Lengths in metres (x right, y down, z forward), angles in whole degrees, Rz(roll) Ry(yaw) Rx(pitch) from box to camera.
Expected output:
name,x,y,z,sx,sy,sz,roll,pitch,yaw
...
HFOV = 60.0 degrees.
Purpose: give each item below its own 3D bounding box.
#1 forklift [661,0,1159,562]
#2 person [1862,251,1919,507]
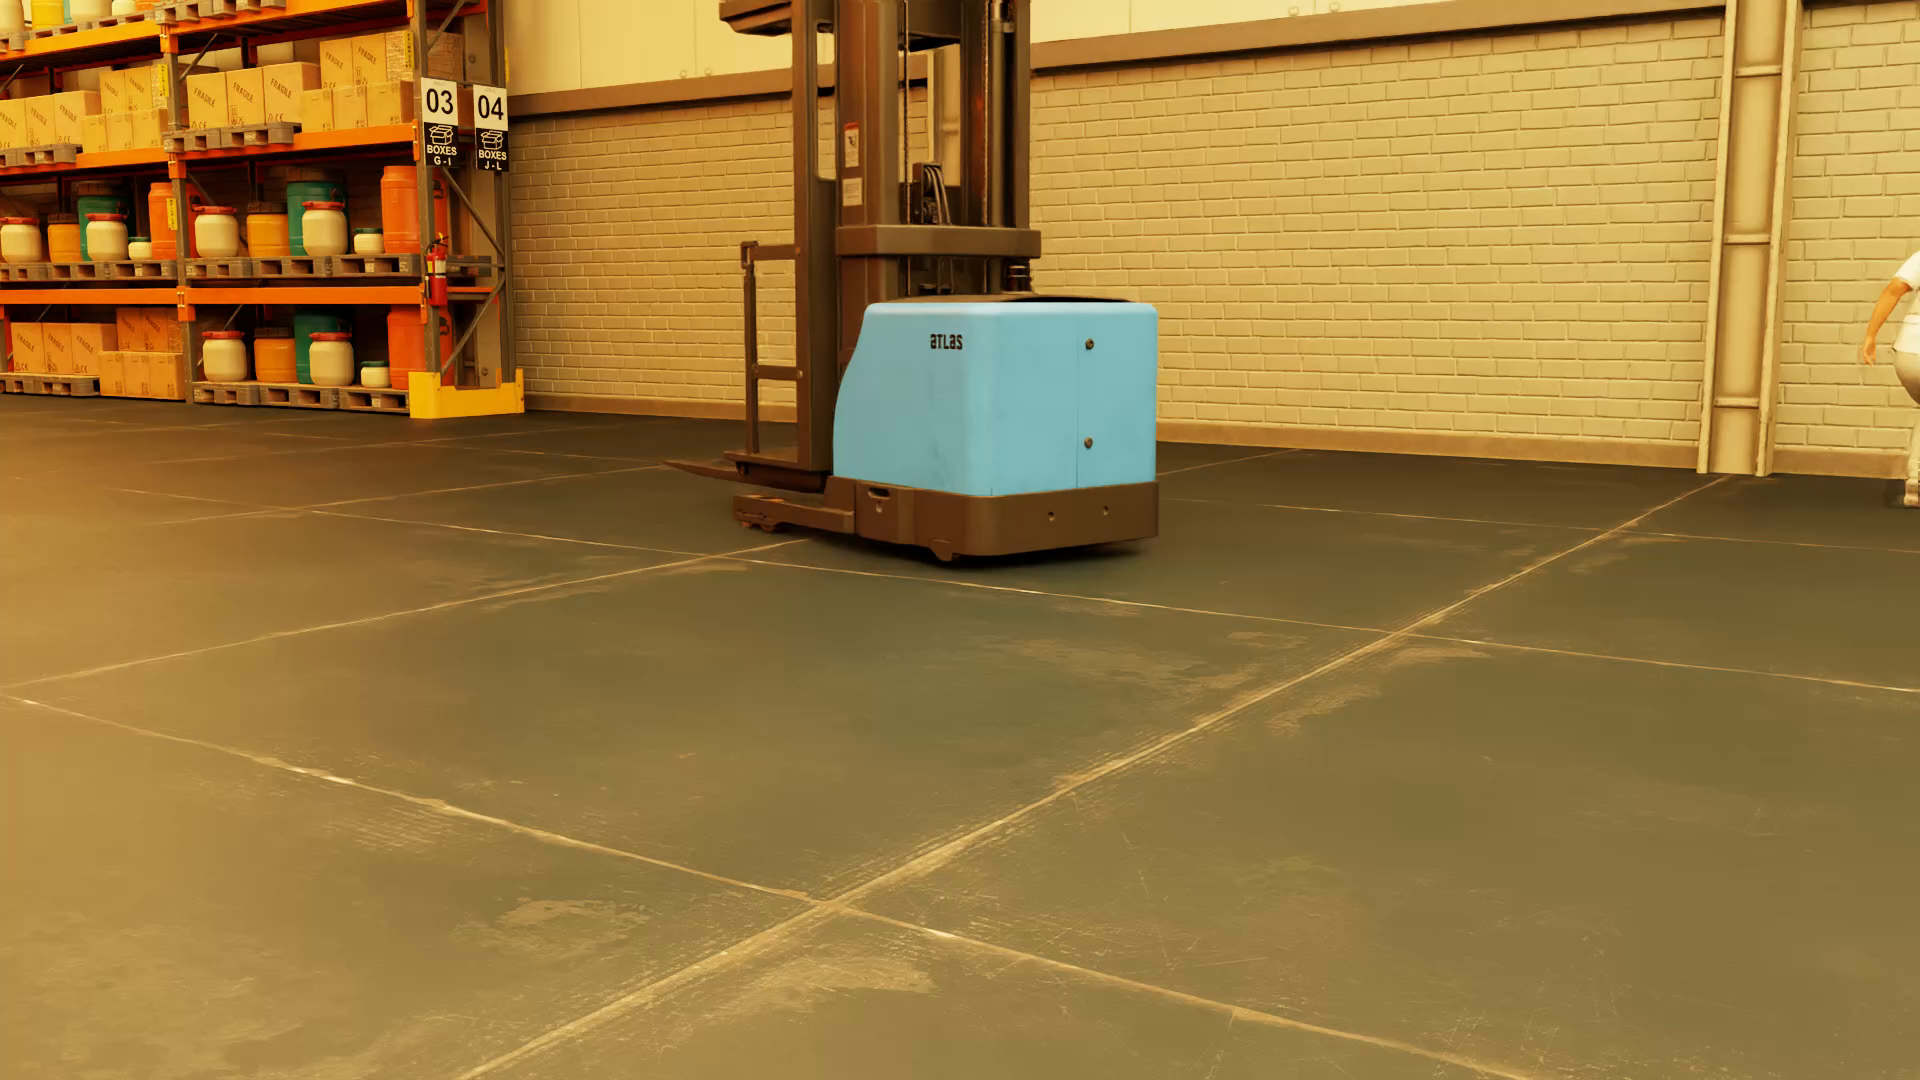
name,x,y,z,sx,sy,sz,roll,pitch,yaw
forklift,-0.439,-1.523,7.901,1.130,2.935,3.031,-6,10,-37
person,5.069,-0.910,8.513,0.709,1.645,0.615,-7,10,-39
